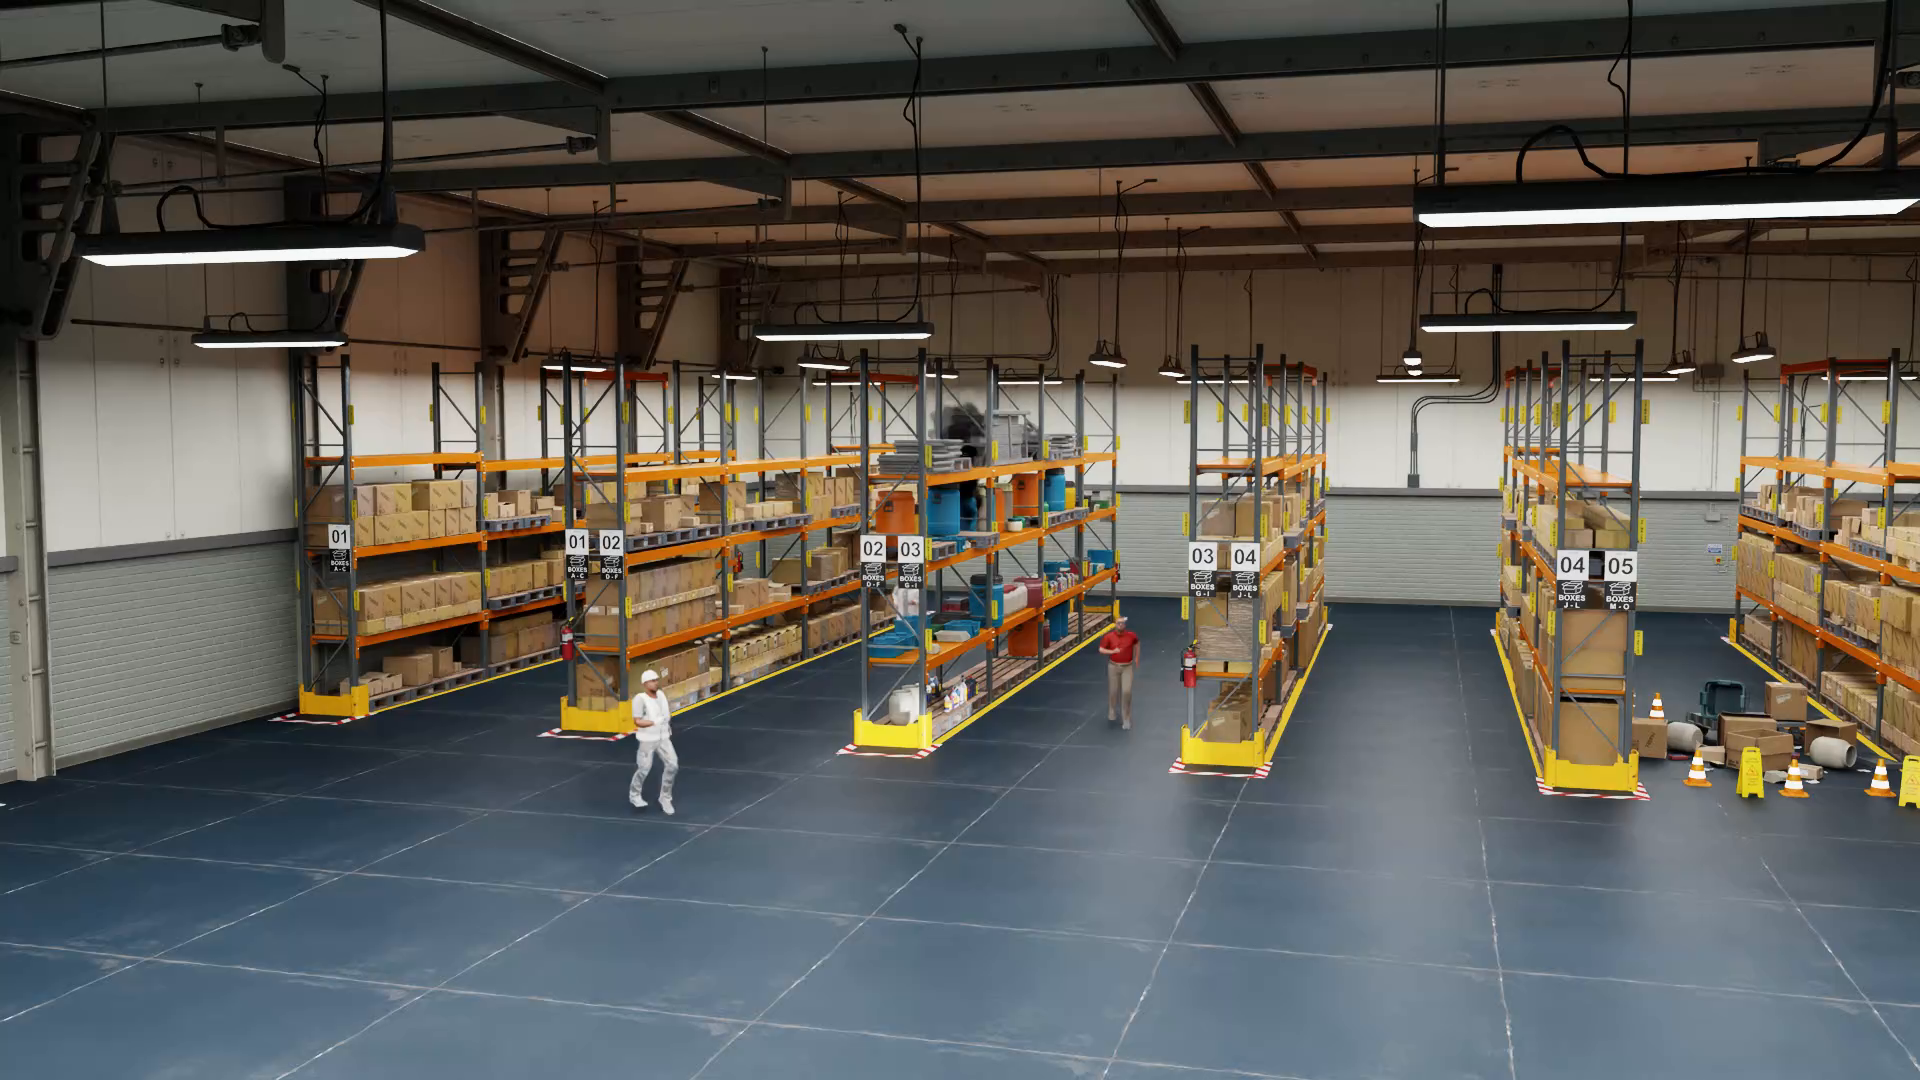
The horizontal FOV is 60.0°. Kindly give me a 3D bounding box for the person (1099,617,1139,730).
[{"bbox_3d":[2.576,2.111,26.872,0.681,1.764,0.908,0,4,-1],"label":"person"}]

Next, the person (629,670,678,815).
[{"bbox_3d":[-3.850,2.548,20.913,0.761,1.838,0.658,4,6,40],"label":"person"}]

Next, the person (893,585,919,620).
[{"bbox_3d":[-1.070,1.557,33.934,0.703,1.805,1.040,1,4,9],"label":"person"}]
